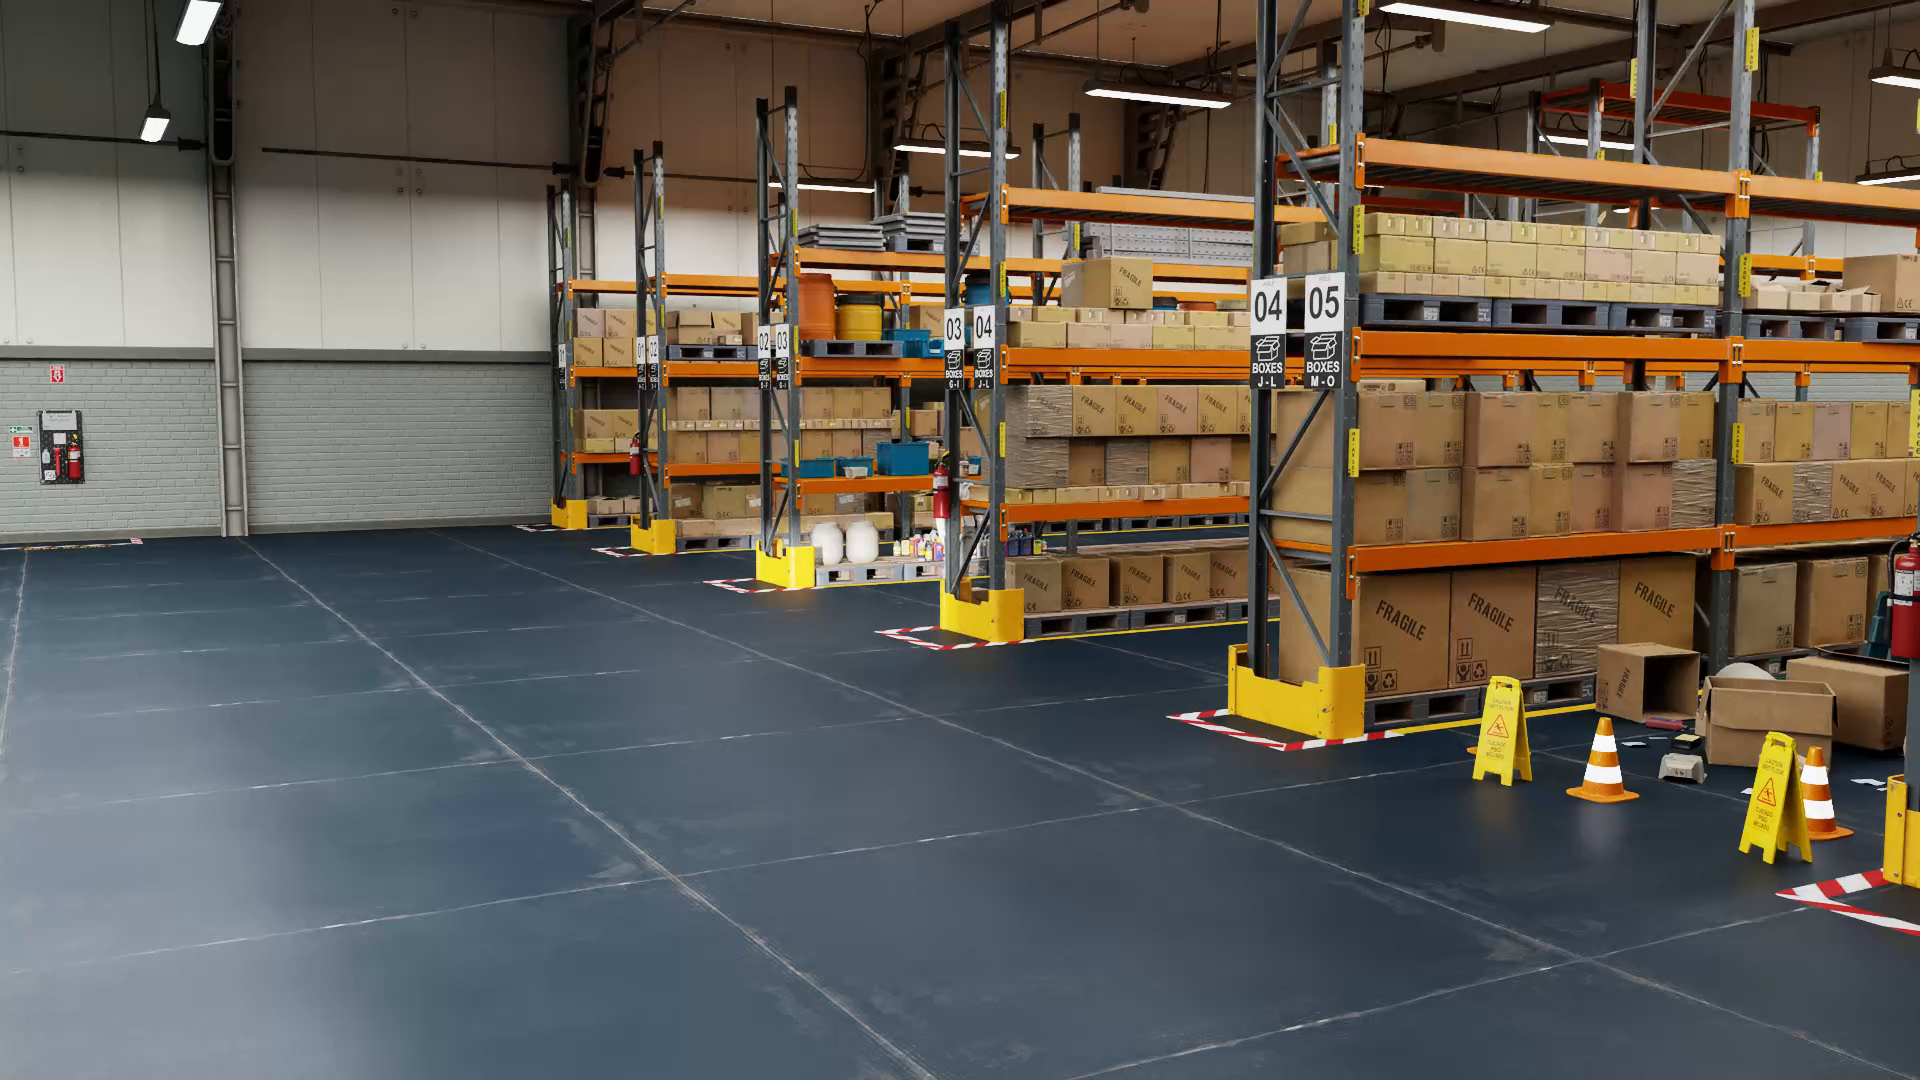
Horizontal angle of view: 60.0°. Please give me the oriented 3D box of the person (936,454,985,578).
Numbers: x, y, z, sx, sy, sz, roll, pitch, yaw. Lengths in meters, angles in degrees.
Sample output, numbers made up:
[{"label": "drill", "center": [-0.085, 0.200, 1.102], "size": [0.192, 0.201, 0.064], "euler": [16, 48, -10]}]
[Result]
[{"label": "person", "center": [0.027, -0.085, 18.157], "size": [0.588, 1.697, 0.533], "euler": [-3, 6, -29]}]
